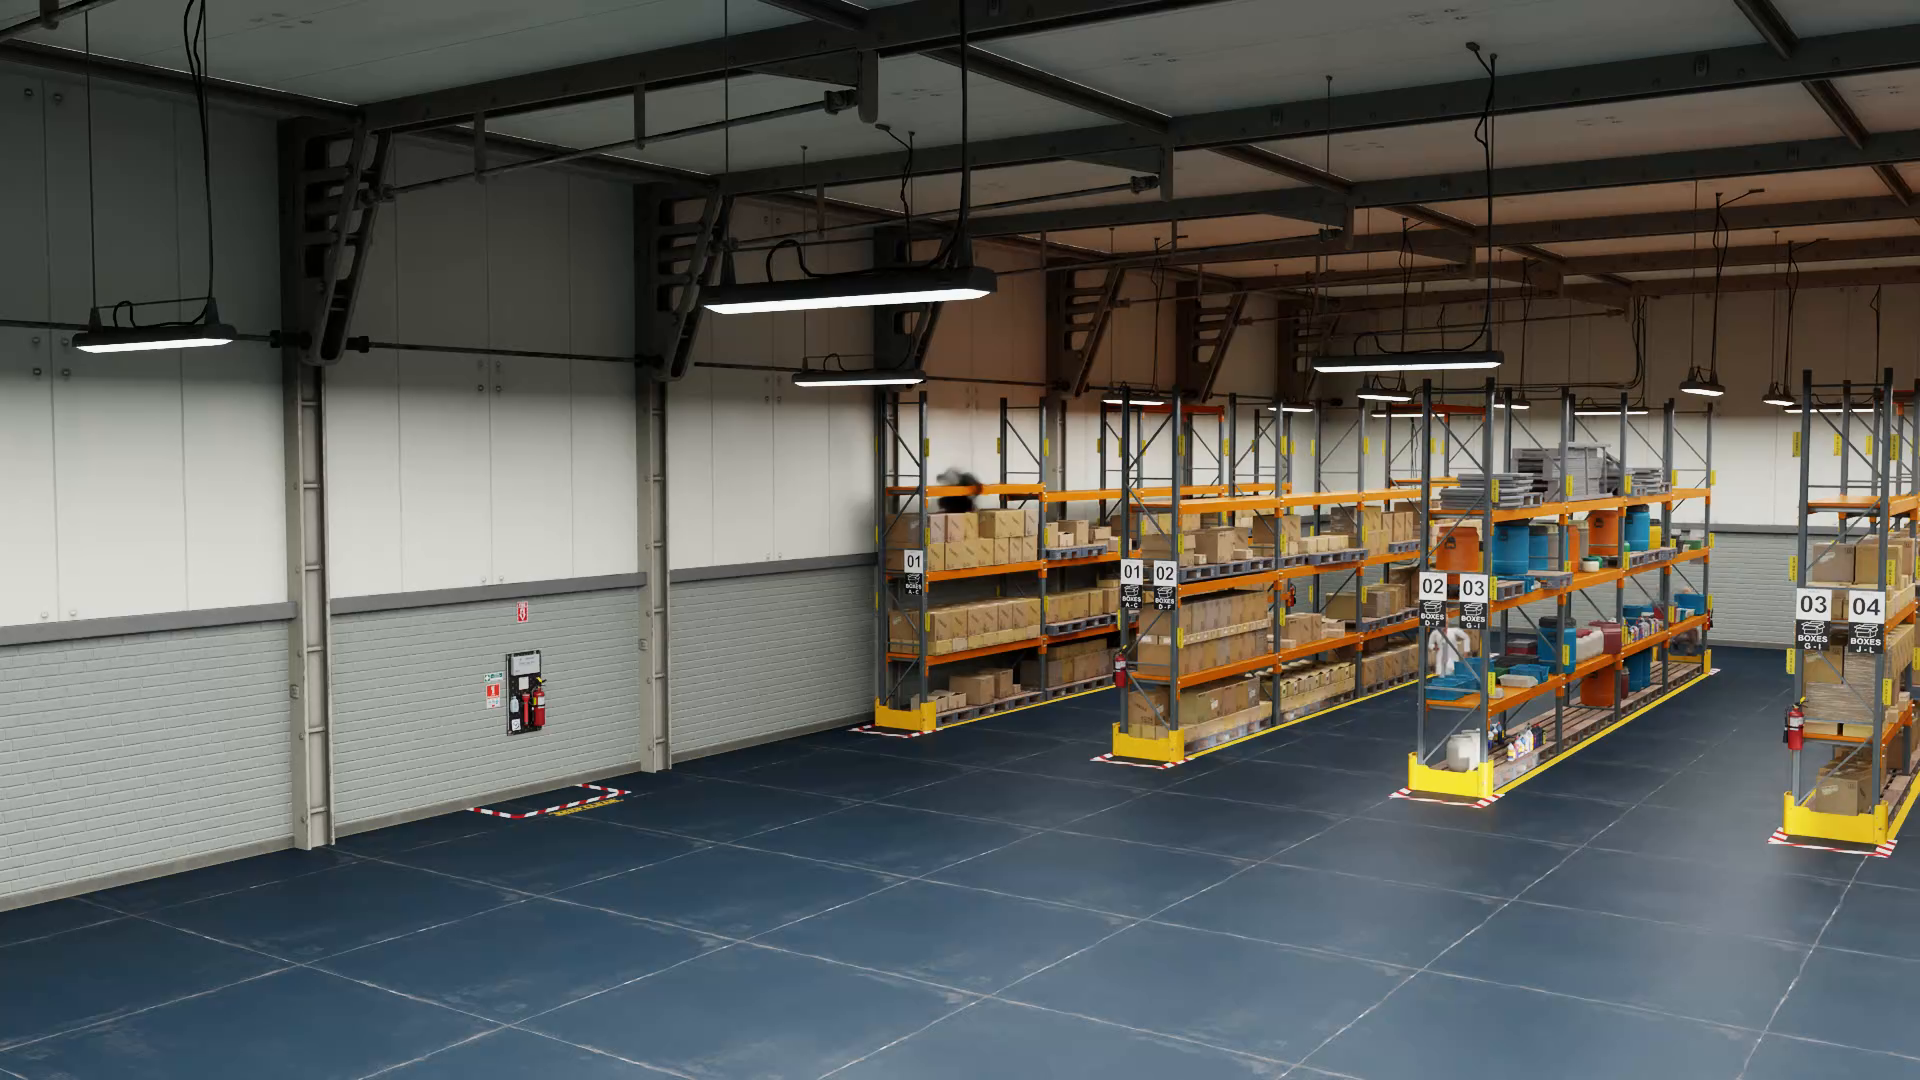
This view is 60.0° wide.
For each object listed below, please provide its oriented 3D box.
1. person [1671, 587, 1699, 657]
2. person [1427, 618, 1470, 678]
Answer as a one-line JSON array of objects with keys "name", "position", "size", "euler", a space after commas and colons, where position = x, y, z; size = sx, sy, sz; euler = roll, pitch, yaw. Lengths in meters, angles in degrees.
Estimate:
[{"name": "person", "position": [17.407, 1.960, 39.855], "size": [0.665, 1.683, 0.625], "euler": [-3, 4, -39]}, {"name": "person", "position": [9.388, 2.346, 32.041], "size": [0.759, 1.727, 0.794], "euler": [2, 4, 30]}]
